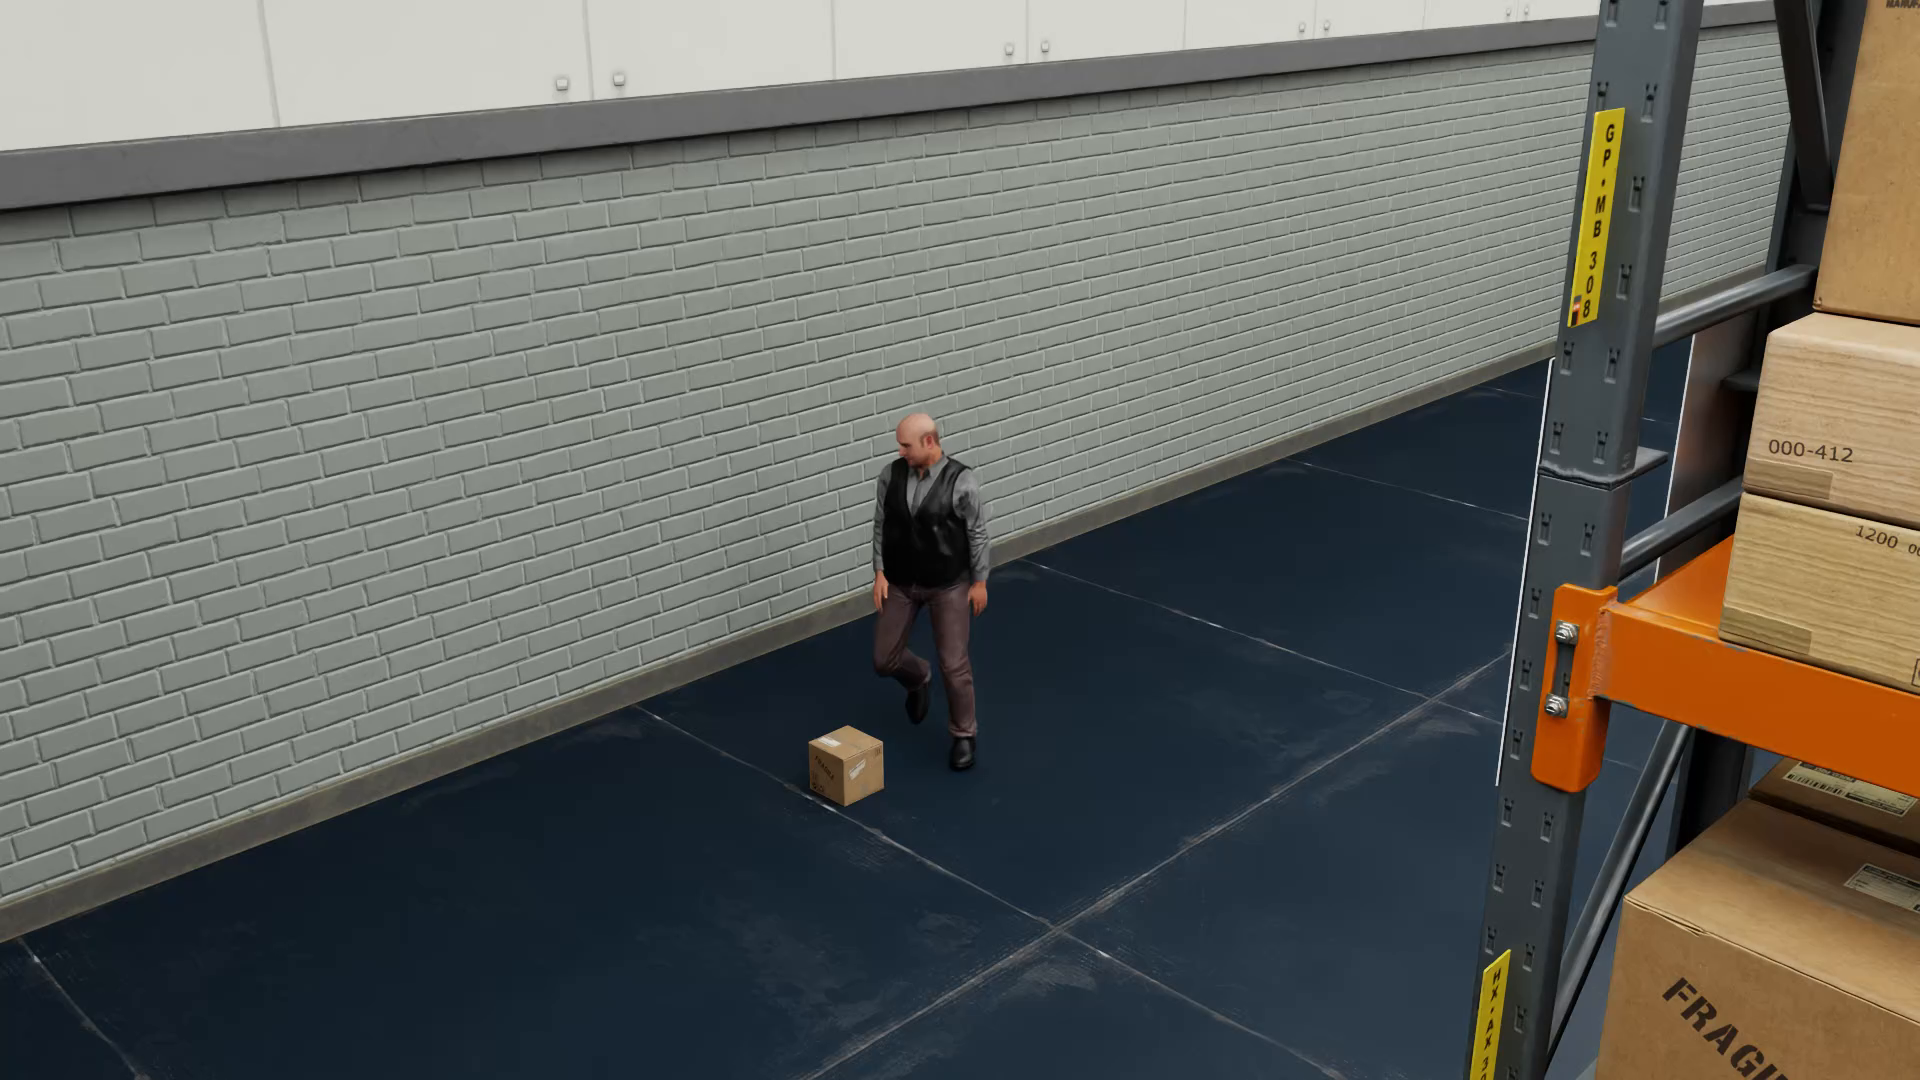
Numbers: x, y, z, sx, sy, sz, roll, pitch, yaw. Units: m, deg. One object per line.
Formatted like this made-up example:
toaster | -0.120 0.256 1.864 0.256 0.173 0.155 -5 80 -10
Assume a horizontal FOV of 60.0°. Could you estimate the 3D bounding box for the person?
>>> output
person | -0.138 0.208 8.037 0.569 1.707 0.547 6 21 16
